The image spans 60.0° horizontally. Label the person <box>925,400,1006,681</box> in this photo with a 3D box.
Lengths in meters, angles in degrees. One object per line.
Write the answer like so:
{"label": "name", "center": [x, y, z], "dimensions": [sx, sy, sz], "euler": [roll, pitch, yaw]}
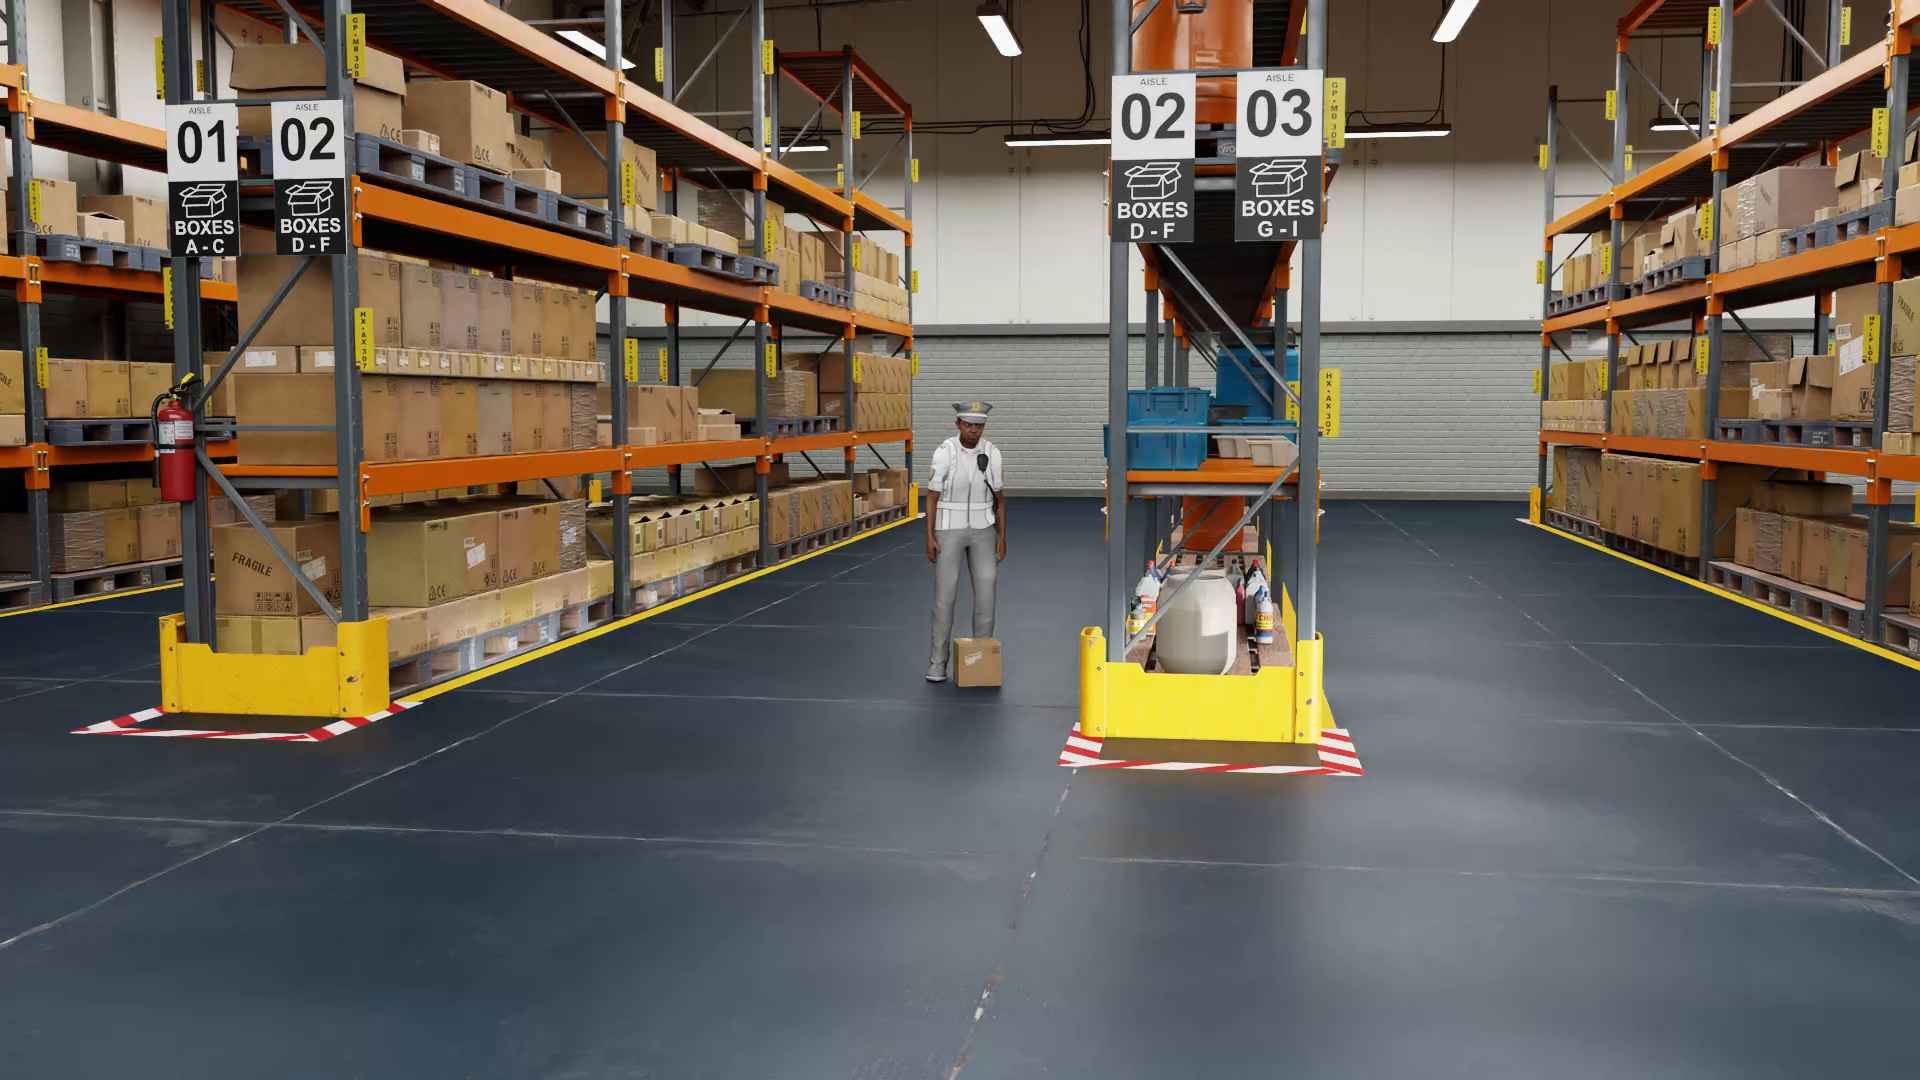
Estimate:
{"label": "person", "center": [0.032, -0.003, 9.945], "dimensions": [0.505, 1.658, 0.396], "euler": [-1, 5, -10]}
